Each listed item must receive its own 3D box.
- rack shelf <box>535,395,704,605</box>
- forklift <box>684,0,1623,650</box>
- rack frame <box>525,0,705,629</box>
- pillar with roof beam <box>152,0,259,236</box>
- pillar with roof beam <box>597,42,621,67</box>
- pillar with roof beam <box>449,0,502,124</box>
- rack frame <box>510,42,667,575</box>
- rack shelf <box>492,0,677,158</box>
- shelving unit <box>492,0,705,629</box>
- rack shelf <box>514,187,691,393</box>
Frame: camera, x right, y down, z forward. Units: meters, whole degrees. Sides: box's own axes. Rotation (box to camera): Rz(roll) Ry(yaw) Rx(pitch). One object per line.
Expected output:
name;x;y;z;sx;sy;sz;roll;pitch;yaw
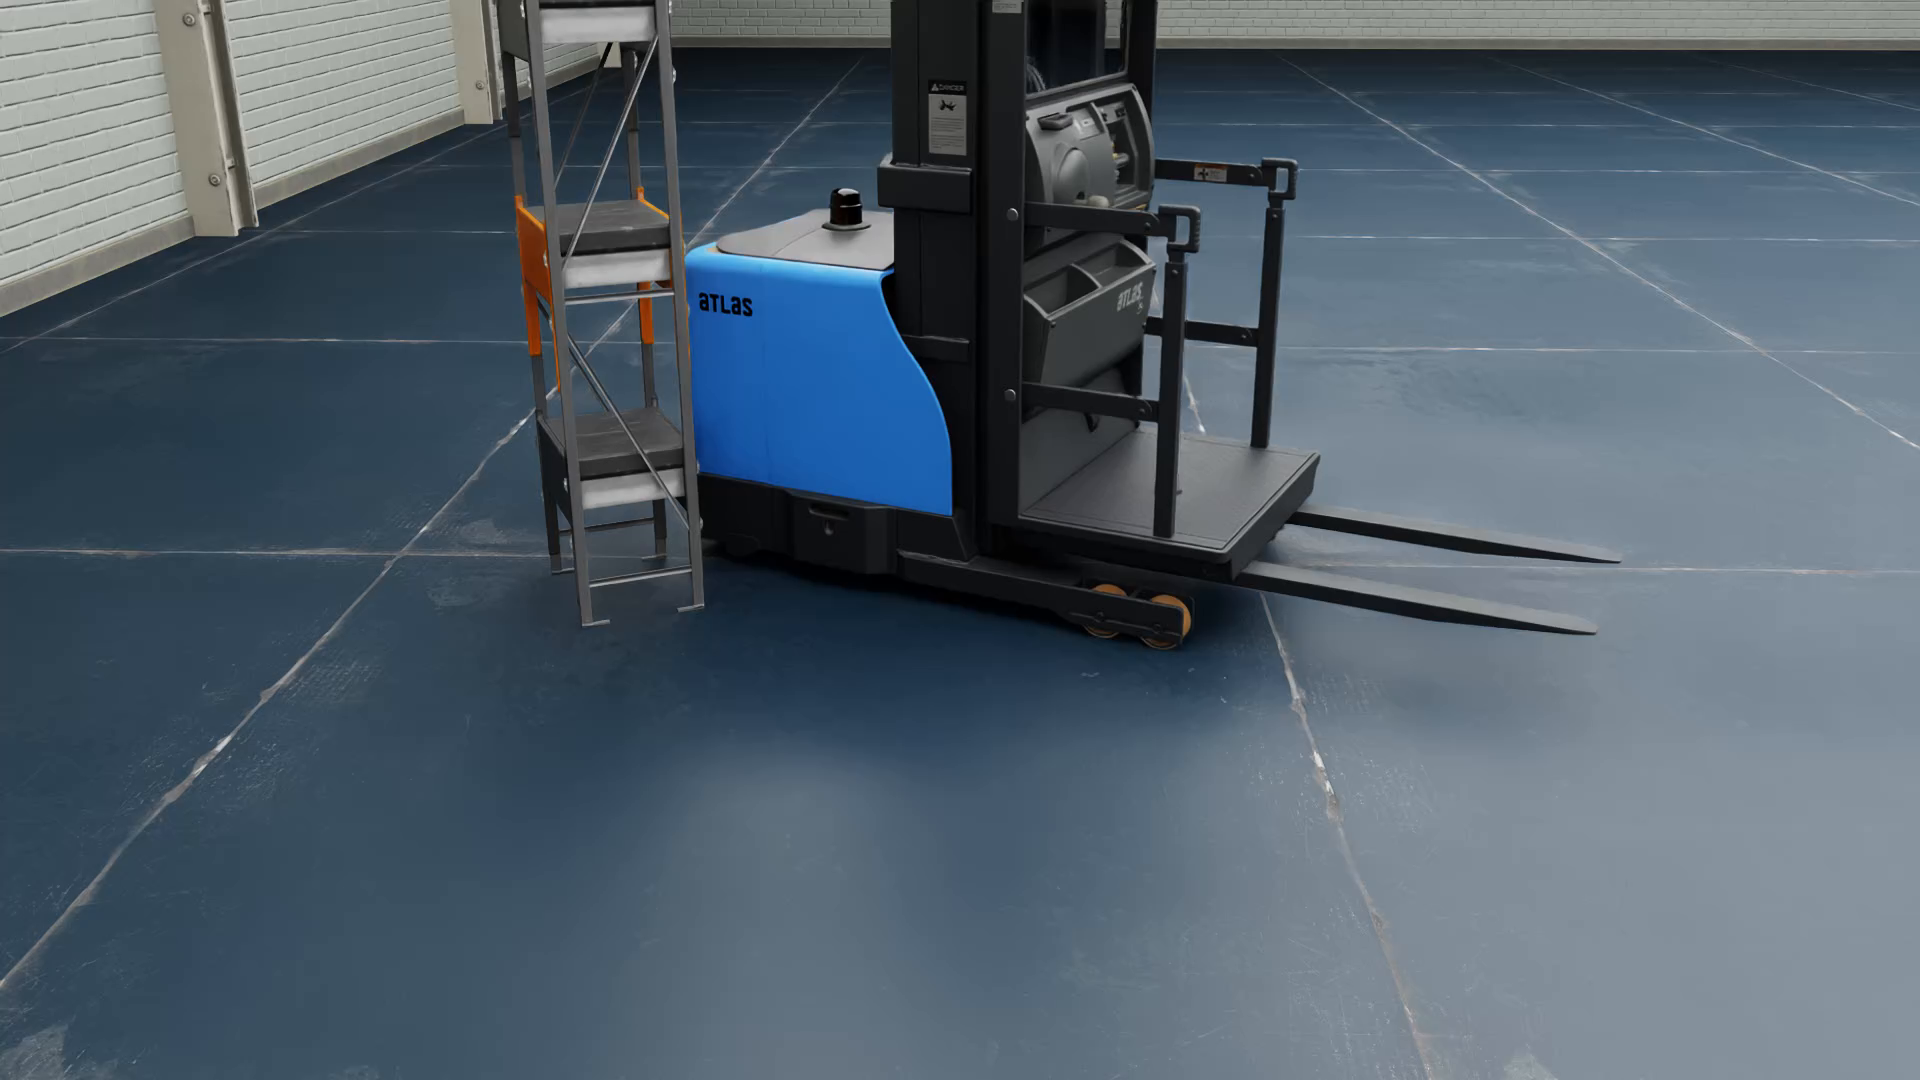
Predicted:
rack shelf;-1.122;-0.143;5.467;0.431;0.518;0.480;-9;23;-22
forklift;0.603;-1.245;5.187;3.031;2.935;1.130;10;23;25
rack frame;-1.023;-0.727;5.001;0.400;2.100;0.015;-9;23;-22
pillar with roof beam;-0.812;-6.302;9.832;9.100;9.000;0.400;1;21;2
pillar with roof beam;-0.447;-10.641;21.014;9.100;9.000;0.400;1;21;2
pillar with roof beam;-0.630;-8.472;15.423;9.100;9.000;0.400;1;21;2
rack frame;-1.220;-0.889;5.417;0.400;2.100;0.015;-9;23;-22
rack shelf;-1.122;-1.448;4.961;0.431;0.518;0.480;-9;23;-22
shelving unit;-1.122;-0.808;5.209;0.431;2.100;0.503;-9;23;-22
rack shelf;-1.122;-0.795;5.214;0.431;0.518;0.480;-9;23;-22
